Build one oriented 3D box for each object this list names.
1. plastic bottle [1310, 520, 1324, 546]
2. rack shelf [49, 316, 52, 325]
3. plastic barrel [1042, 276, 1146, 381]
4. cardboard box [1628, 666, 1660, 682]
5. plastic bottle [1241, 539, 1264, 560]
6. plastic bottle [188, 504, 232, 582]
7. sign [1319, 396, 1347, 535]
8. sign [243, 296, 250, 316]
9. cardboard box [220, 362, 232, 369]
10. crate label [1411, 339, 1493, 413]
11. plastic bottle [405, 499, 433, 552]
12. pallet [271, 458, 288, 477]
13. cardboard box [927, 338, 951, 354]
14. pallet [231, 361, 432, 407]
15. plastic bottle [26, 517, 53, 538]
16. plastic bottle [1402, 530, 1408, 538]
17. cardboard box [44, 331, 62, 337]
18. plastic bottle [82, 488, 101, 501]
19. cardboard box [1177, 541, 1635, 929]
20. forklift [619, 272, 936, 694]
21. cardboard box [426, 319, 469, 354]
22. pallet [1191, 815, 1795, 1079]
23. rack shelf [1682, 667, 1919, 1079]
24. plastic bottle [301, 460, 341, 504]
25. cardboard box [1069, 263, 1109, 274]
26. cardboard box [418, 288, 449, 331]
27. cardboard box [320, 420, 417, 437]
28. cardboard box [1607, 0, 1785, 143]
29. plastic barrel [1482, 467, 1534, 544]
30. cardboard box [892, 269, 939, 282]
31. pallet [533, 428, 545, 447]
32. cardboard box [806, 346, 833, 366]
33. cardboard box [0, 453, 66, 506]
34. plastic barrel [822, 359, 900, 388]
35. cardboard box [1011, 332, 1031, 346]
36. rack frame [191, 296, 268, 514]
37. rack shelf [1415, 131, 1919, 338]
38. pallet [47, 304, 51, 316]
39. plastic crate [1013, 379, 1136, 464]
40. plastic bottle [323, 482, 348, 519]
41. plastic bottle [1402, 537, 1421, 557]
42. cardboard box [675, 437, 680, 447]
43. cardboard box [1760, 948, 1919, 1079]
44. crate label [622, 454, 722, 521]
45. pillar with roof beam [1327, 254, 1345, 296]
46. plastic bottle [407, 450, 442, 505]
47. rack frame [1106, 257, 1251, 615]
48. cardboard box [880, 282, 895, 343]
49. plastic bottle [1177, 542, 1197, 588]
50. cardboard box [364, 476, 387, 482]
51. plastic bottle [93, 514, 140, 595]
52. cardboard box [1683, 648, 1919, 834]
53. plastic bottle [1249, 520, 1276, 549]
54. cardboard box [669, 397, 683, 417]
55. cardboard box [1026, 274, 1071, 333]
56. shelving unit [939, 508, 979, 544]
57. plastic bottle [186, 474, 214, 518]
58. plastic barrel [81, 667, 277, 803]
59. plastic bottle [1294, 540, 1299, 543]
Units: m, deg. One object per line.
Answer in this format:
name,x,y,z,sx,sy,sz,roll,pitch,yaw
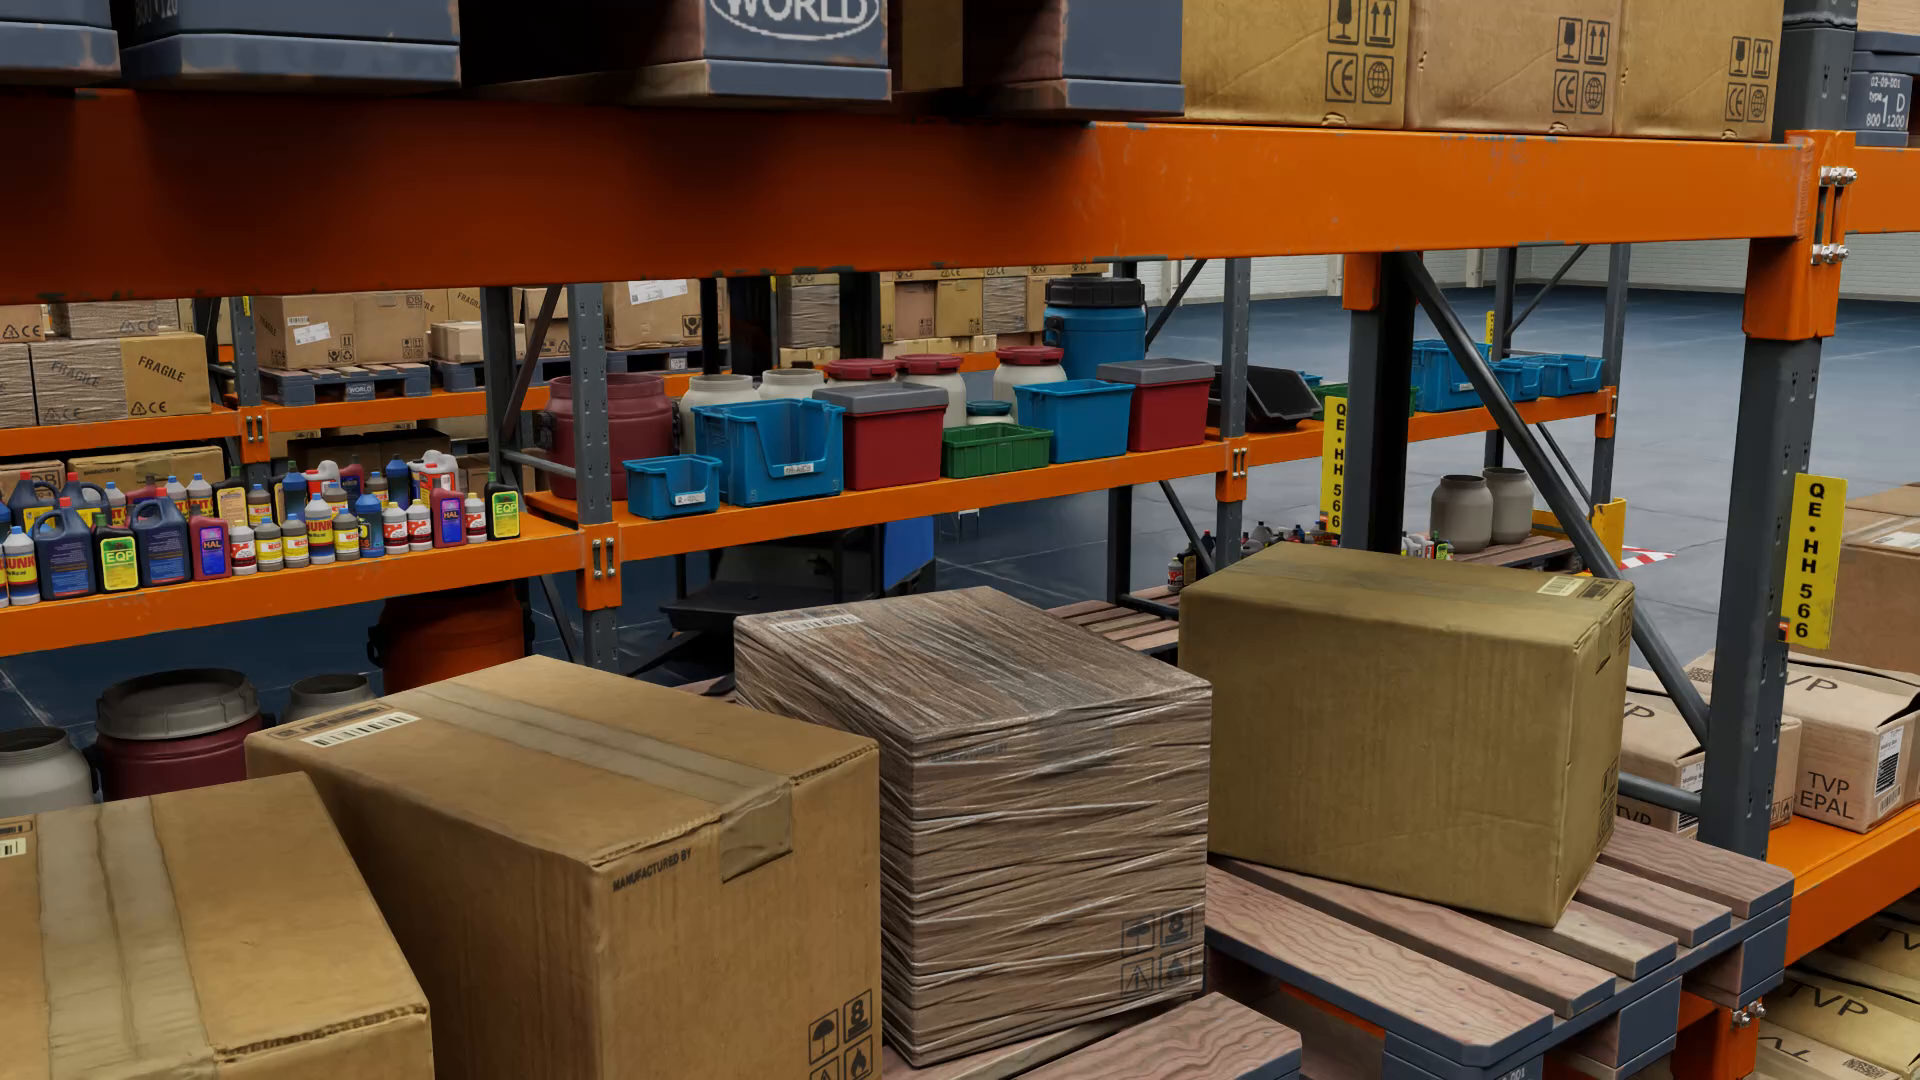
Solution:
plastic bottle,2.448,0.001,11.412,0.097,0.271,0.097,0,12,0
rack shelf,-9.566,-2.641,20.076,4.000,0.370,1.077,-9,15,-38
plastic barrel,0.790,-1.086,9.814,0.708,0.901,0.600,-9,15,-38
cardboard box,1.779,0.443,4.428,0.250,0.149,0.380,-9,15,-38
plastic bottle,1.866,0.141,10.741,0.135,0.276,0.152,-9,15,-38
plastic bottle,-2.784,0.004,6.167,0.133,0.283,0.061,-9,15,-38
sign,0.900,-0.175,3.942,0.005,0.325,0.100,-9,15,-38
sign,-4.587,-1.603,10.668,0.005,0.325,0.100,-9,15,-38
cardboard box,-8.971,-2.010,20.689,0.625,0.372,0.950,-8,15,-34
crate label,3.136,-1.095,10.980,0.616,0.435,0.502,-9,15,-38
plastic bottle,-2.174,-0.062,6.677,0.097,0.201,0.097,0,12,0
pallet,-6.342,-0.827,16.515,1.213,0.211,1.003,-9,15,-38
cardboard box,-0.295,-1.698,14.509,0.250,0.149,0.380,-9,15,-38
pallet,-4.447,-1.142,11.747,1.003,0.211,1.213,-9,15,-38
plastic bottle,-3.293,0.052,5.974,0.097,0.271,0.097,0,12,0
plastic bottle,2.963,0.073,11.042,0.133,0.283,0.061,-9,15,-38
cardboard box,-5.887,-1.089,10.793,0.500,0.500,0.500,-10,16,-39
plastic bottle,-3.465,-0.078,6.574,0.135,0.276,0.152,-9,15,-38
cardboard box,0.828,0.327,3.116,0.700,0.500,0.500,7,14,31
forklift,-1.087,-0.762,9.659,1.130,2.935,3.031,4,13,17
cardboard box,-3.803,-1.526,12.405,0.258,0.266,0.396,-10,16,-39
pallet,0.764,0.674,3.193,1.003,0.211,1.213,-9,15,-38
rack shelf,2.811,0.574,4.938,4.000,0.370,1.077,-9,15,-38
plastic bottle,-2.744,-0.198,7.139,0.135,0.276,0.152,-9,15,-38
cardboard box,1.035,-2.736,15.428,0.500,0.500,0.500,-9,15,-38
cardboard box,-5.468,-2.335,16.662,0.500,0.500,0.500,-10,15,-38
cardboard box,-6.017,-1.348,16.660,0.750,0.750,1.050,-9,15,-38
cardboard box,0.929,-0.973,3.026,0.500,0.500,0.910,-9,15,-38
plastic barrel,3.938,-0.251,12.069,0.421,0.512,0.421,0,12,0
cardboard box,-0.523,-2.476,14.202,0.500,0.500,0.500,-9,15,-38
pallet,-4.190,-1.185,18.199,1.213,0.211,1.003,-9,15,-38
cardboard box,-1.254,-1.532,13.725,0.250,0.149,0.380,-9,15,-38
cardboard box,-6.189,-0.091,10.442,0.875,0.875,1.225,-9,15,-37
plastic barrel,-0.514,-0.668,8.727,0.433,0.535,0.433,0,12,0
cardboard box,0.432,-1.842,15.186,0.250,0.149,0.380,-9,15,-38
rack frame,-4.937,-1.126,11.210,0.127,3.000,1.000,-9,15,-38
rack shelf,2.811,-0.894,4.626,4.000,0.370,1.077,-9,15,-38
pallet,-10.638,-2.749,19.316,1.003,0.211,1.213,-9,15,-38
plastic crate,0.614,-0.640,8.961,0.575,0.384,0.392,-9,15,-38
plastic bottle,-2.651,-0.144,7.063,0.097,0.201,0.097,0,12,0
plastic bottle,2.922,0.112,10.877,0.135,0.276,0.152,-10,16,-39
cardboard box,-2.306,-0.561,13.509,0.500,0.500,0.700,-11,16,-42
cardboard box,2.246,1.257,4.248,0.500,0.311,0.500,-10,16,-39
crate label,-1.279,-0.235,7.415,0.416,0.233,0.303,-9,15,-38
pillar with roof beam,12.339,-9.982,38.475,0.548,9.000,9.100,-9,15,-38
plastic bottle,-2.382,-0.258,7.422,0.135,0.276,0.152,-9,15,-38
rack frame,1.281,-0.842,9.871,0.127,3.000,1.000,-9,15,-38
cardboard box,-1.011,-1.947,14.119,0.500,0.500,0.875,-9,15,-38
plastic bottle,1.450,0.156,10.653,0.133,0.283,0.061,-9,15,-35
cardboard box,-4.426,-0.209,11.848,0.500,0.500,0.700,-10,16,-41
plastic bottle,-3.033,0.046,5.973,0.133,0.283,0.061,-9,15,-38
cardboard box,2.068,0.440,4.049,0.500,0.311,0.500,-10,15,-38
plastic bottle,2.006,0.042,11.029,0.185,0.351,0.144,-10,15,-38
cardboard box,-3.597,-1.817,18.566,0.875,0.875,0.875,-9,15,-37
cardboard box,0.548,-2.207,15.345,0.500,0.500,0.875,-9,15,-38
shelving unit,-0.006,-0.439,13.030,0.210,0.900,0.258,-9,15,-38
plastic bottle,-3.136,-0.138,6.867,0.097,0.271,0.097,0,12,0
plastic barrel,-3.096,0.864,6.631,0.708,0.588,0.600,-9,15,-38
plastic bottle,2.080,0.178,10.387,0.185,0.351,0.144,-9,15,-38
